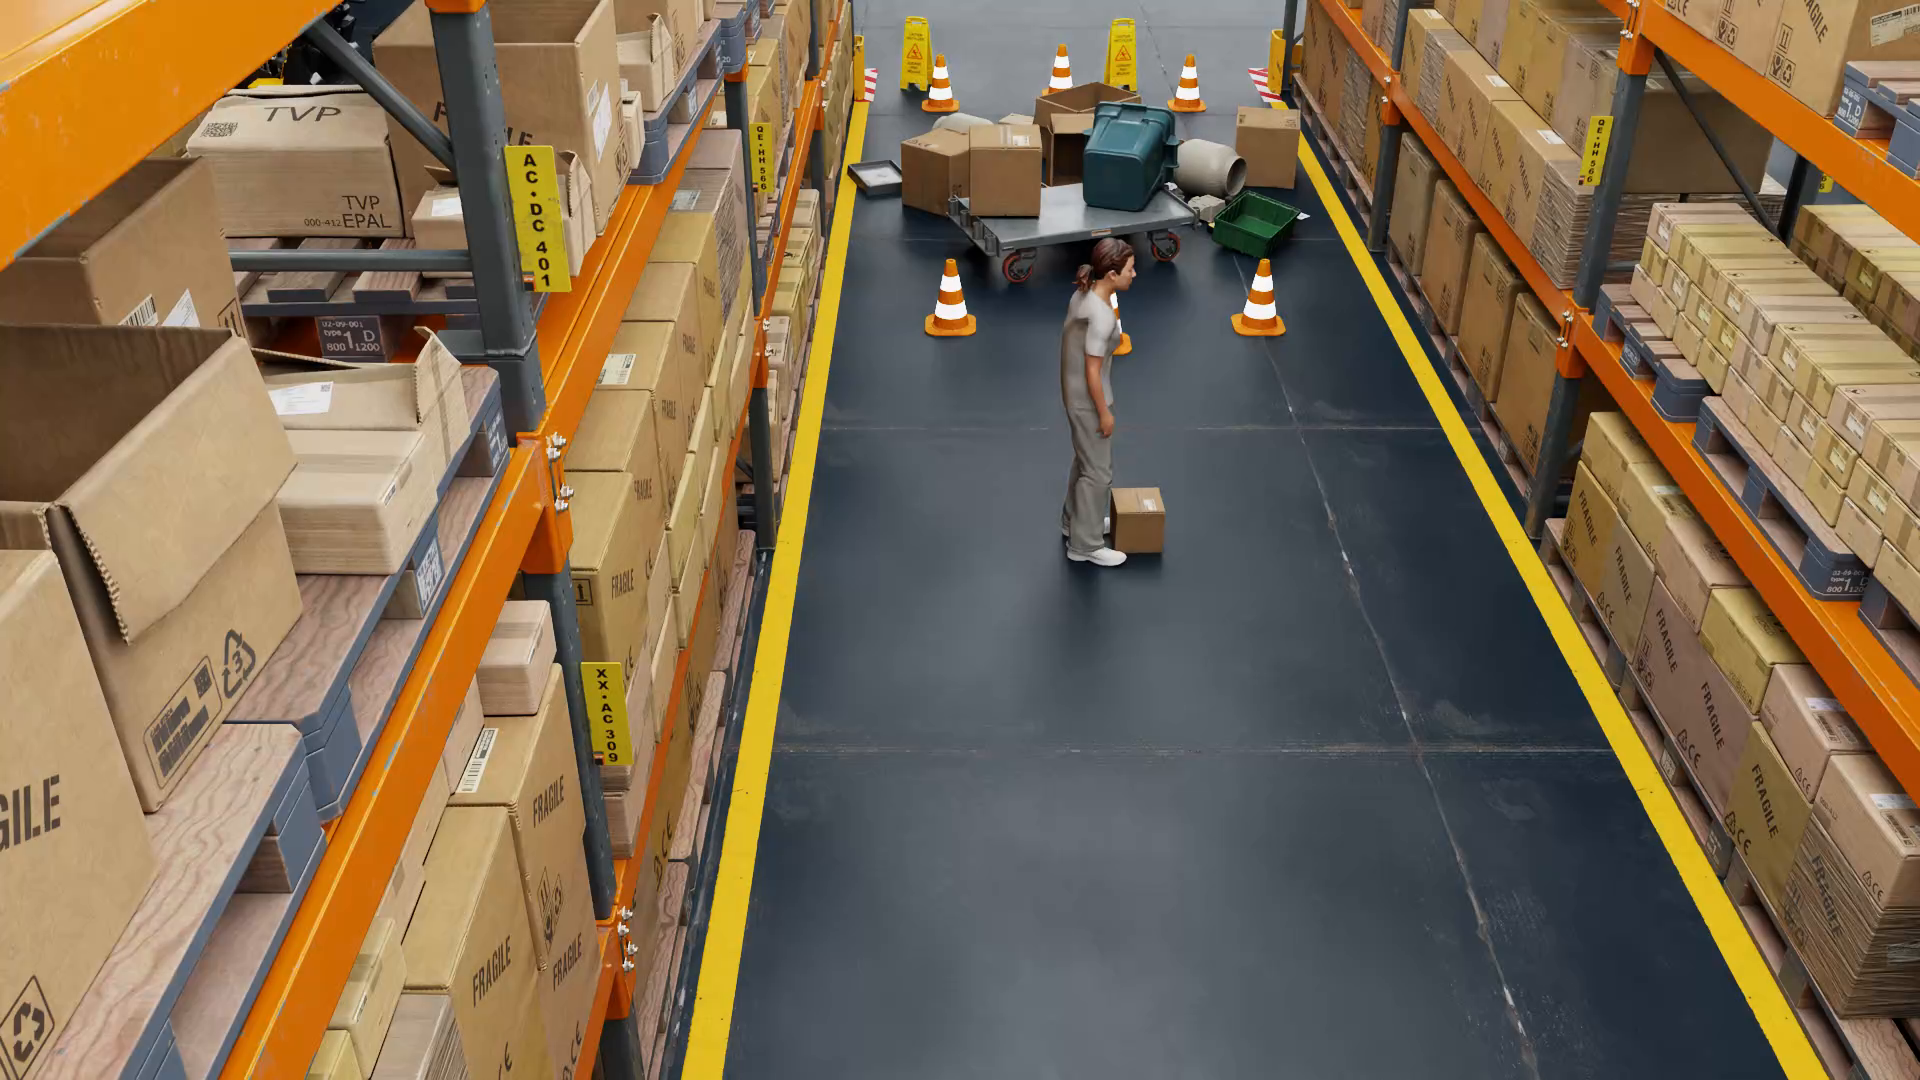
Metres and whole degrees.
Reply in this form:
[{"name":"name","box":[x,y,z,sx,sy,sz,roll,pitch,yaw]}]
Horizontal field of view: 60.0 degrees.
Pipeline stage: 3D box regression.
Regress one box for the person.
[{"name":"person","box":[0.674,-0.699,8.270,0.355,1.673,0.488,0,32,0]}]
